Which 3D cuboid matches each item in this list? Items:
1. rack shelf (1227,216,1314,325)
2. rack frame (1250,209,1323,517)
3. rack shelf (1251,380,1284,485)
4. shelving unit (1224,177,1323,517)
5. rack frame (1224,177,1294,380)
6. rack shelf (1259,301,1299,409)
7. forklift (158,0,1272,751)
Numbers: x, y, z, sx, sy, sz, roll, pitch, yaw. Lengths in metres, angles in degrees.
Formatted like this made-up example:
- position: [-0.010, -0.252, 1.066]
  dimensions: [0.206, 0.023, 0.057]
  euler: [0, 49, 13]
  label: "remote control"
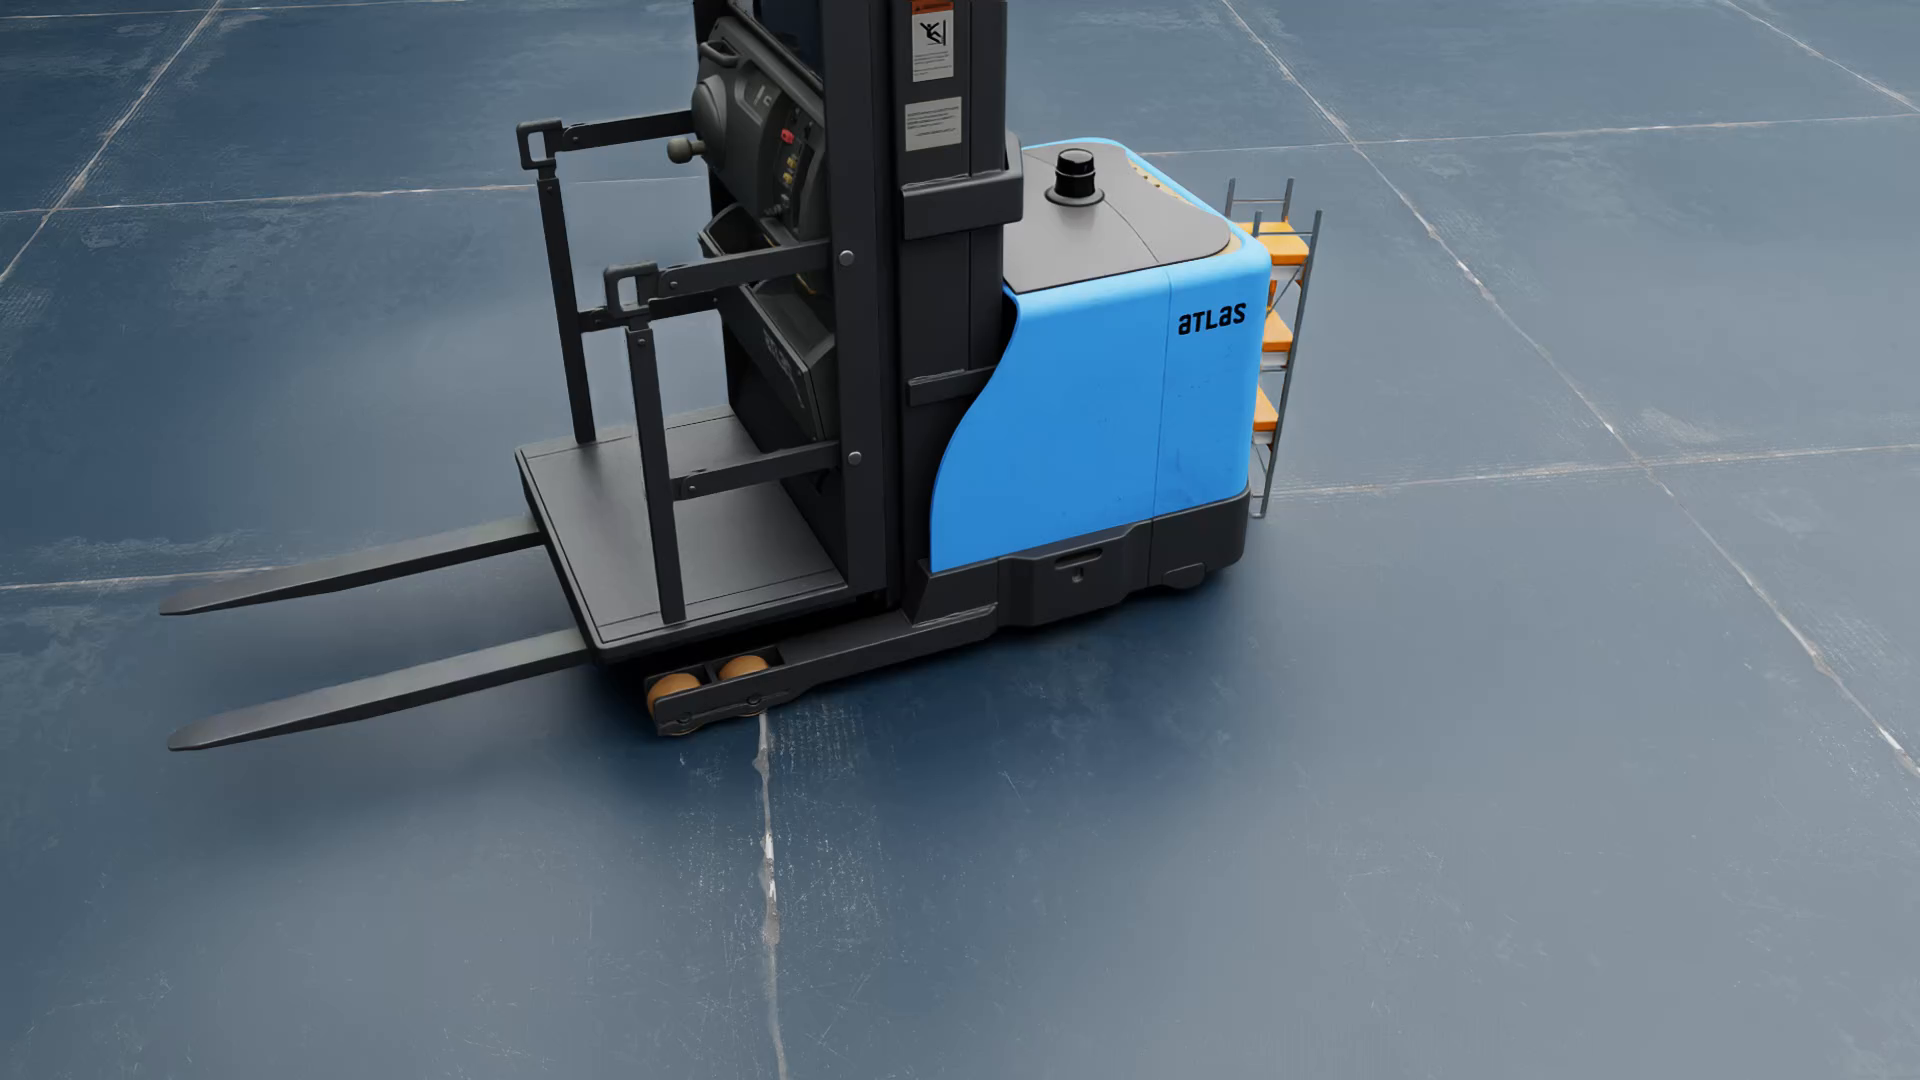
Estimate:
- position: [0.909, -0.804, 5.003]
  dimensions: [0.215, 0.259, 0.240]
  euler: [-3, 34, -10]
  label: "rack shelf"
- position: [0.915, -0.510, 5.055]
  dimensions: [0.200, 1.050, 0.008]
  euler: [-3, 34, -10]
  label: "rack frame"
- position: [0.878, -0.338, 5.315]
  dimensions: [0.215, 0.259, 0.240]
  euler: [-3, 34, -10]
  label: "rack shelf"
- position: [0.894, -0.577, 5.155]
  dimensions: [0.215, 1.050, 0.252]
  euler: [-3, 34, -10]
  label: "shelving unit"
- position: [0.873, -0.645, 5.254]
  dimensions: [0.200, 1.050, 0.008]
  euler: [-3, 34, -10]
  label: "rack frame"
- position: [0.894, -0.569, 5.161]
  dimensions: [0.215, 0.259, 0.240]
  euler: [-3, 34, -10]
  label: "rack shelf"
- position: [-0.698, -1.024, 4.150]
  dimensions: [3.031, 2.935, 1.130]
  euler: [-14, 37, -19]
  label: "forklift"
